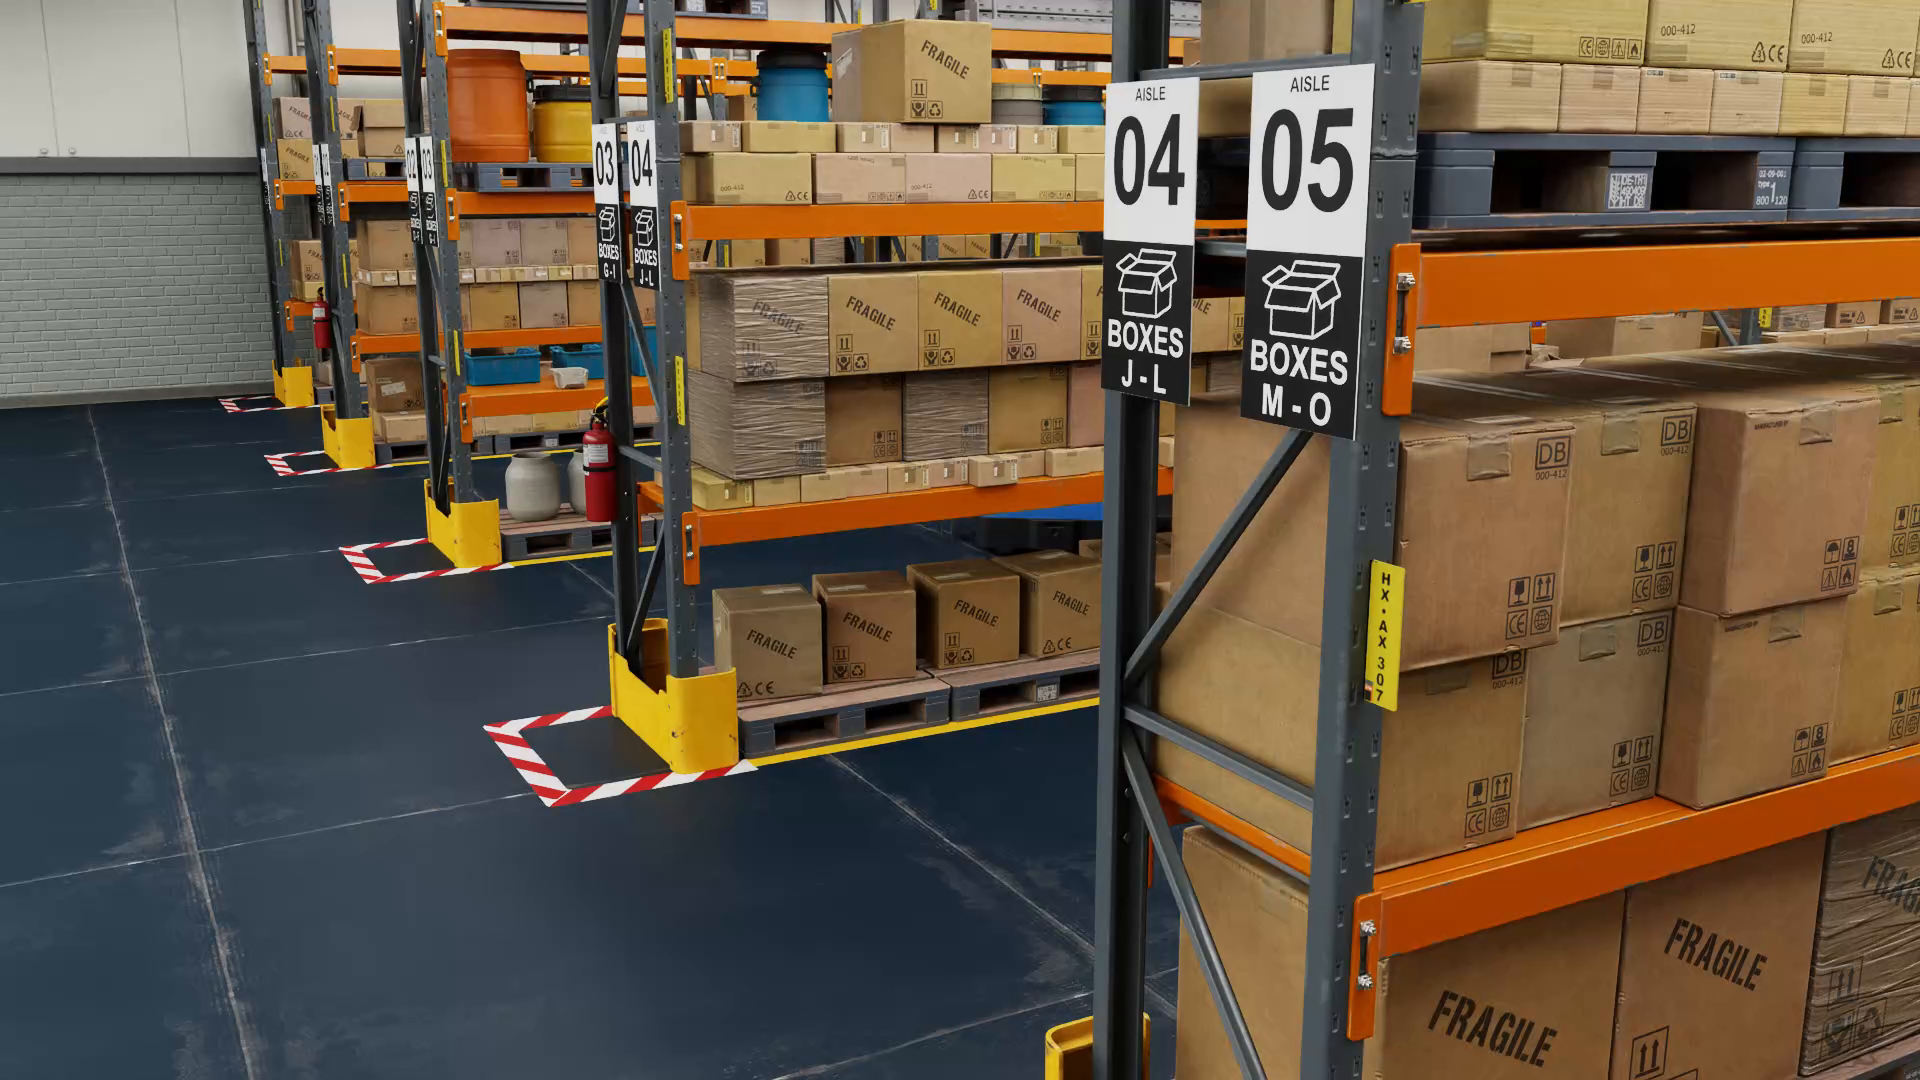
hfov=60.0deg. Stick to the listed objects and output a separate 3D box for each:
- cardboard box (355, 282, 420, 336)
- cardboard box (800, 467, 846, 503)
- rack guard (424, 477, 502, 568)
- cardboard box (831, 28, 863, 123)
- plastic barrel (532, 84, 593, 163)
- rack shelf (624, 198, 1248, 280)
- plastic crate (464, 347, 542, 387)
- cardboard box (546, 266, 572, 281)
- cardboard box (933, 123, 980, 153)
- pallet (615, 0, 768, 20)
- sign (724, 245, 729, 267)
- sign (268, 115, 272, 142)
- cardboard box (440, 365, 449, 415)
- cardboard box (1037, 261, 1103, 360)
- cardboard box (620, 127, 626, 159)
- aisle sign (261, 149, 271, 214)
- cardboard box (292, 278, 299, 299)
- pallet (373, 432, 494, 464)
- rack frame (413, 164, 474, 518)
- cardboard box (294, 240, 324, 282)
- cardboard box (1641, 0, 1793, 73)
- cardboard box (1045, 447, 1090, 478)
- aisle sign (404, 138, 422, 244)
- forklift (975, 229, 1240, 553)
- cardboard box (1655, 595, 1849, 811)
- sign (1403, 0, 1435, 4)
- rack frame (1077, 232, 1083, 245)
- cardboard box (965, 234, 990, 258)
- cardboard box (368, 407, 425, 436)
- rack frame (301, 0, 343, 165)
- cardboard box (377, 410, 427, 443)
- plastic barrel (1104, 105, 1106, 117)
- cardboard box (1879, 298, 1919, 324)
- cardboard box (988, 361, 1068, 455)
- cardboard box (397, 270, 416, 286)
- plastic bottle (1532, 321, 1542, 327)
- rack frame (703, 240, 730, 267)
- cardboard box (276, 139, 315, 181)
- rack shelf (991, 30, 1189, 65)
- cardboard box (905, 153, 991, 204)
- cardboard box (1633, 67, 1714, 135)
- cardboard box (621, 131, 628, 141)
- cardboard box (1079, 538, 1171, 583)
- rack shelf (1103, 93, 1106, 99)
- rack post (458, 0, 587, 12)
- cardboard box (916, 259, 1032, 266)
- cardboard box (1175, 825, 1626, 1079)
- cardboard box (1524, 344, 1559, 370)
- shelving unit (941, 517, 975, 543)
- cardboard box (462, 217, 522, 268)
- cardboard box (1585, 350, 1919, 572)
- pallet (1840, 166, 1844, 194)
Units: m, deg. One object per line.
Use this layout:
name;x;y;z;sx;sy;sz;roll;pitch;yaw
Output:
cardboard box;-5.936;-2.406;17.242;0.500;0.500;0.700;-7;14;-28
cardboard box;-0.789;-0.309;8.722;0.250;0.149;0.380;-7;14;-28
rack guard;-3.937;-0.154;13.153;0.348;0.500;1.175;-7;14;-28
cardboard box;-0.369;-2.514;9.075;0.500;0.500;0.500;-7;14;-28
plastic barrel;-3.042;-3.260;13.048;0.600;0.588;0.600;0;13;0
rack shelf;0.147;-1.724;9.246;4.000;0.370;1.077;-7;14;-28
plastic crate;-3.686;-1.394;13.309;0.616;0.251;0.499;-7;14;-28
cardboard box;-4.324;-2.865;17.804;0.250;0.149;0.380;-6;14;-26
cardboard box;-0.098;-2.101;8.714;0.250;0.149;0.380;-8;15;-30
pallet;-2.253;-4.195;13.095;1.213;0.211;1.003;-7;14;-28
sign;-2.573;-3.086;18.337;0.005;0.325;0.100;-7;14;-28
sign;-8.468;-5.050;20.396;0.005;0.325;0.100;-7;14;-28
cardboard box;-5.336;-1.607;17.515;0.500;0.500;0.500;-7;14;-28
cardboard box;0.762;-1.298;9.364;0.500;0.500;0.500;-7;14;-28
cardboard box;-4.699;-5.445;22.956;0.500;0.500;0.500;-5;13;-20
aisle sign;-8.648;-4.468;20.710;0.004;0.787;0.394;-7;14;-28
cardboard box;-8.411;-3.288;21.685;0.500;0.250;0.500;-7;14;-27
pallet;-5.700;-1.039;17.745;1.213;0.211;1.003;-7;14;-28
rack frame;-3.982;-1.356;12.802;0.127;3.000;1.000;-7;14;-28
cardboard box;-8.165;-3.560;21.184;0.500;0.500;0.500;-7;14;-28
cardboard box;1.671;-1.279;4.108;0.500;0.250;0.500;-7;14;-29
cardboard box;0.531;-0.465;9.418;0.250;0.149;0.380;-7;14;-28
aisle sign;-4.187;-2.674;12.738;0.004;0.787;0.394;-7;14;-28
forklift;1.673;-1.379;13.059;3.031;2.935;1.130;1;13;6
cardboard box;2.007;0.347;4.892;0.550;0.550;0.875;-7;14;-28
sign;0.940;-1.256;3.355;0.005;0.325;0.100;-7;14;-28
rack frame;1.804;-4.528;26.895;0.127;3.000;1.000;-7;14;-28
cardboard box;0.196;-4.474;25.706;0.500;0.500;0.500;-6;14;-26
cardboard box;-6.023;-1.288;17.805;0.500;0.250;0.500;-7;14;-28
rack frame;-6.352;-5.238;16.387;0.127;3.000;1.000;-7;14;-28
cardboard box;-5.774;-1.188;17.362;0.500;0.250;0.500;-7;14;-28
plastic barrel;1.641;-3.757;15.662;0.708;0.830;0.600;-7;14;-28
cardboard box;7.222;-1.995;13.129;0.637;0.503;0.797;-6;14;-26
cardboard box;0.173;-0.818;9.508;0.500;0.500;0.875;-7;14;-28
cardboard box;-5.674;-2.704;17.088;0.250;0.149;0.380;-7;15;-29
plastic bottle;6.179;-2.425;17.816;0.133;0.283;0.061;-7;14;-28
rack frame;-2.841;-2.732;18.916;0.127;3.000;1.000;-7;14;-28
cardboard box;-8.315;-4.774;20.886;0.500;0.500;0.500;-6;14;-26
rack shelf;1.285;-4.368;15.071;4.000;0.370;1.077;-7;14;-28
cardboard box;-0.175;-1.899;8.727;0.500;0.250;0.500;-7;14;-28
cardboard box;1.577;-1.057;4.030;0.250;0.149;0.380;-7;14;-28
cardboard box;-3.883;-4.366;18.273;0.500;0.311;0.500;-8;15;-31
cardboard box;1.033;0.288;10.232;0.500;0.500;0.500;-2;13;-10
rack shelf;3.560;-7.119;27.295;4.000;0.370;1.077;-7;14;-28
rack post;-3.257;-4.094;12.443;0.954;0.300;0.937;-5;14;-22
cardboard box;0.075;-1.345;9.573;0.500;0.500;0.500;-7;14;-28
cardboard box;1.243;1.313;4.827;0.875;0.875;0.875;-7;14;-28
cardboard box;3.832;-1.243;11.685;0.500;0.250;0.500;-7;15;-29
shelving unit;0.002;-0.520;13.528;0.252;1.050;0.215;-6;14;-27
cardboard box;-4.988;-3.154;17.611;0.500;0.500;0.700;-7;14;-28
cardboard box;2.422;-0.256;5.113;0.500;0.550;0.875;-7;14;-28
pallet;3.467;-1.192;5.443;1.213;0.211;1.003;-7;14;-28
